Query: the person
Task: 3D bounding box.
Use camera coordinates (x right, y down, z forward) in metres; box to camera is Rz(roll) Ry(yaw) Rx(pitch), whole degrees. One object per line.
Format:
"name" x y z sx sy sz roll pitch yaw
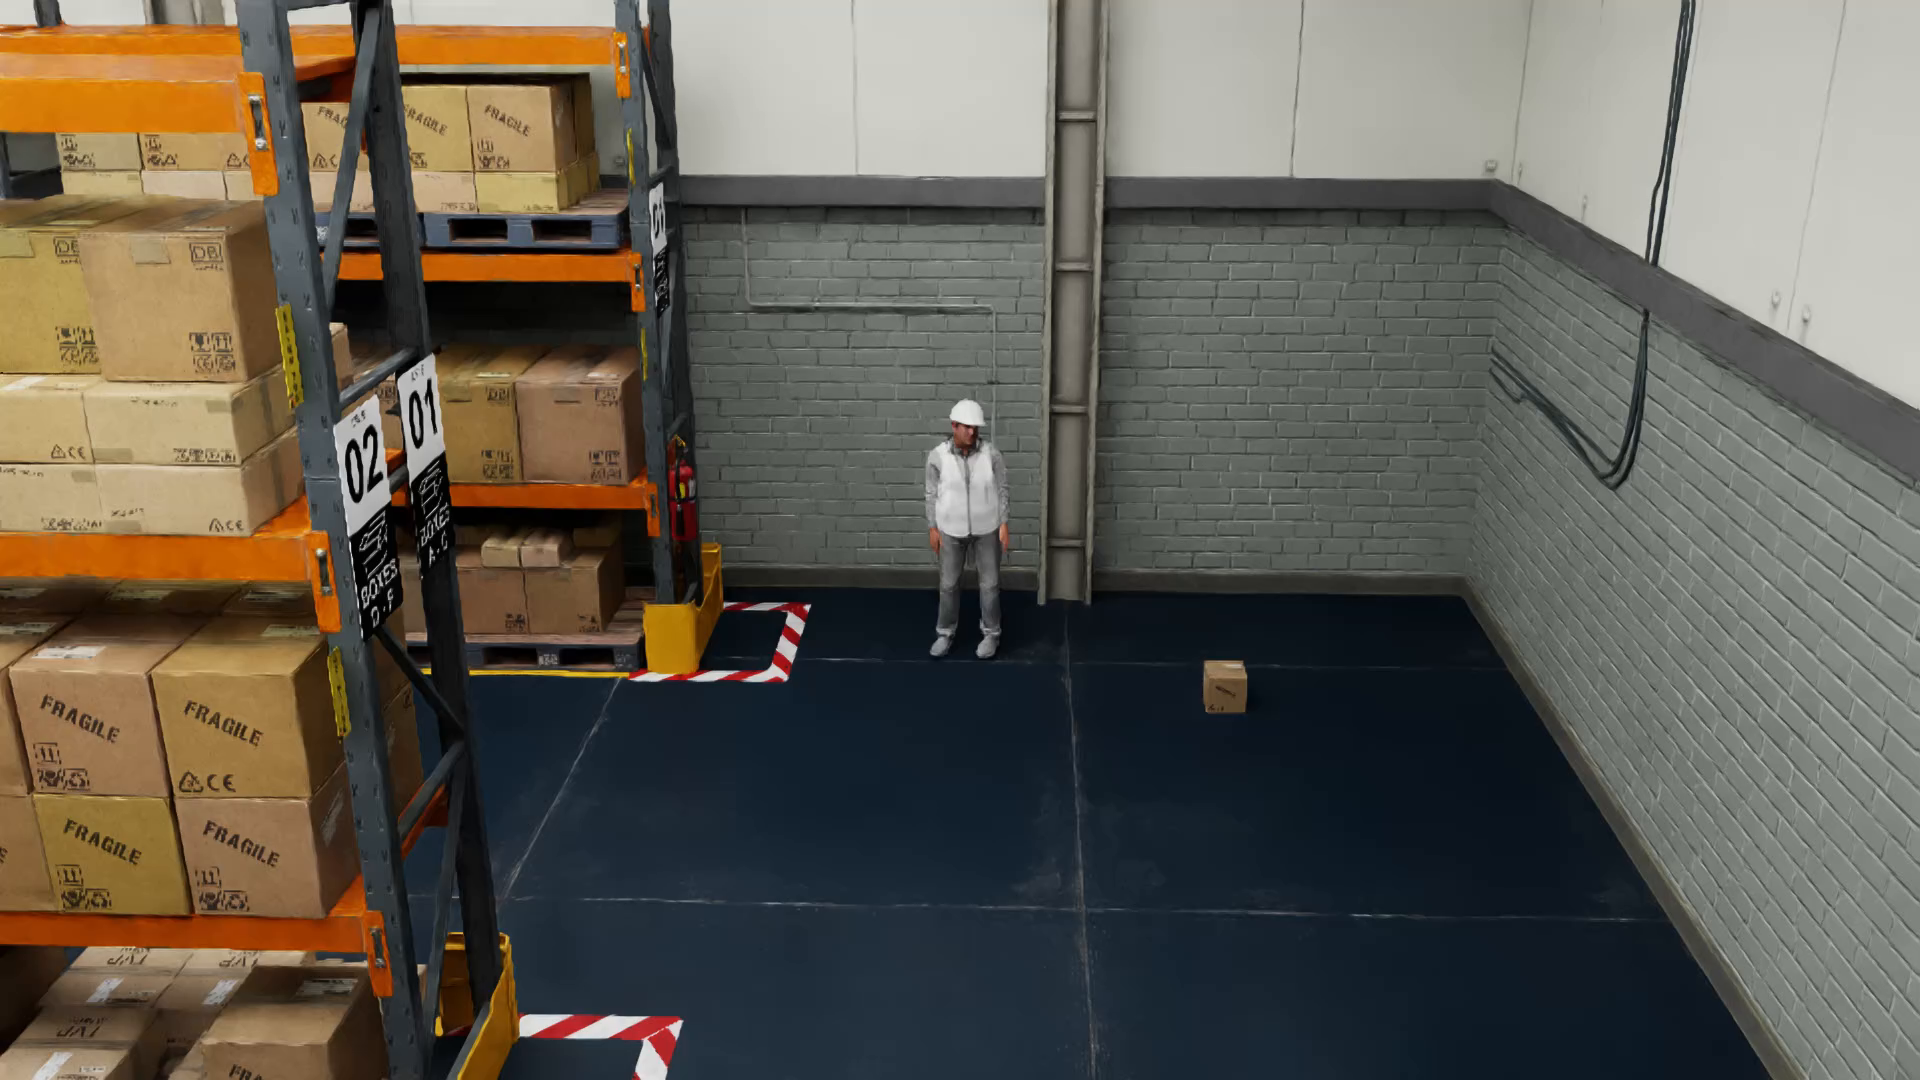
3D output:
"person" 0.048 -0.076 11.177 0.571 1.781 0.393 -1 21 -2
